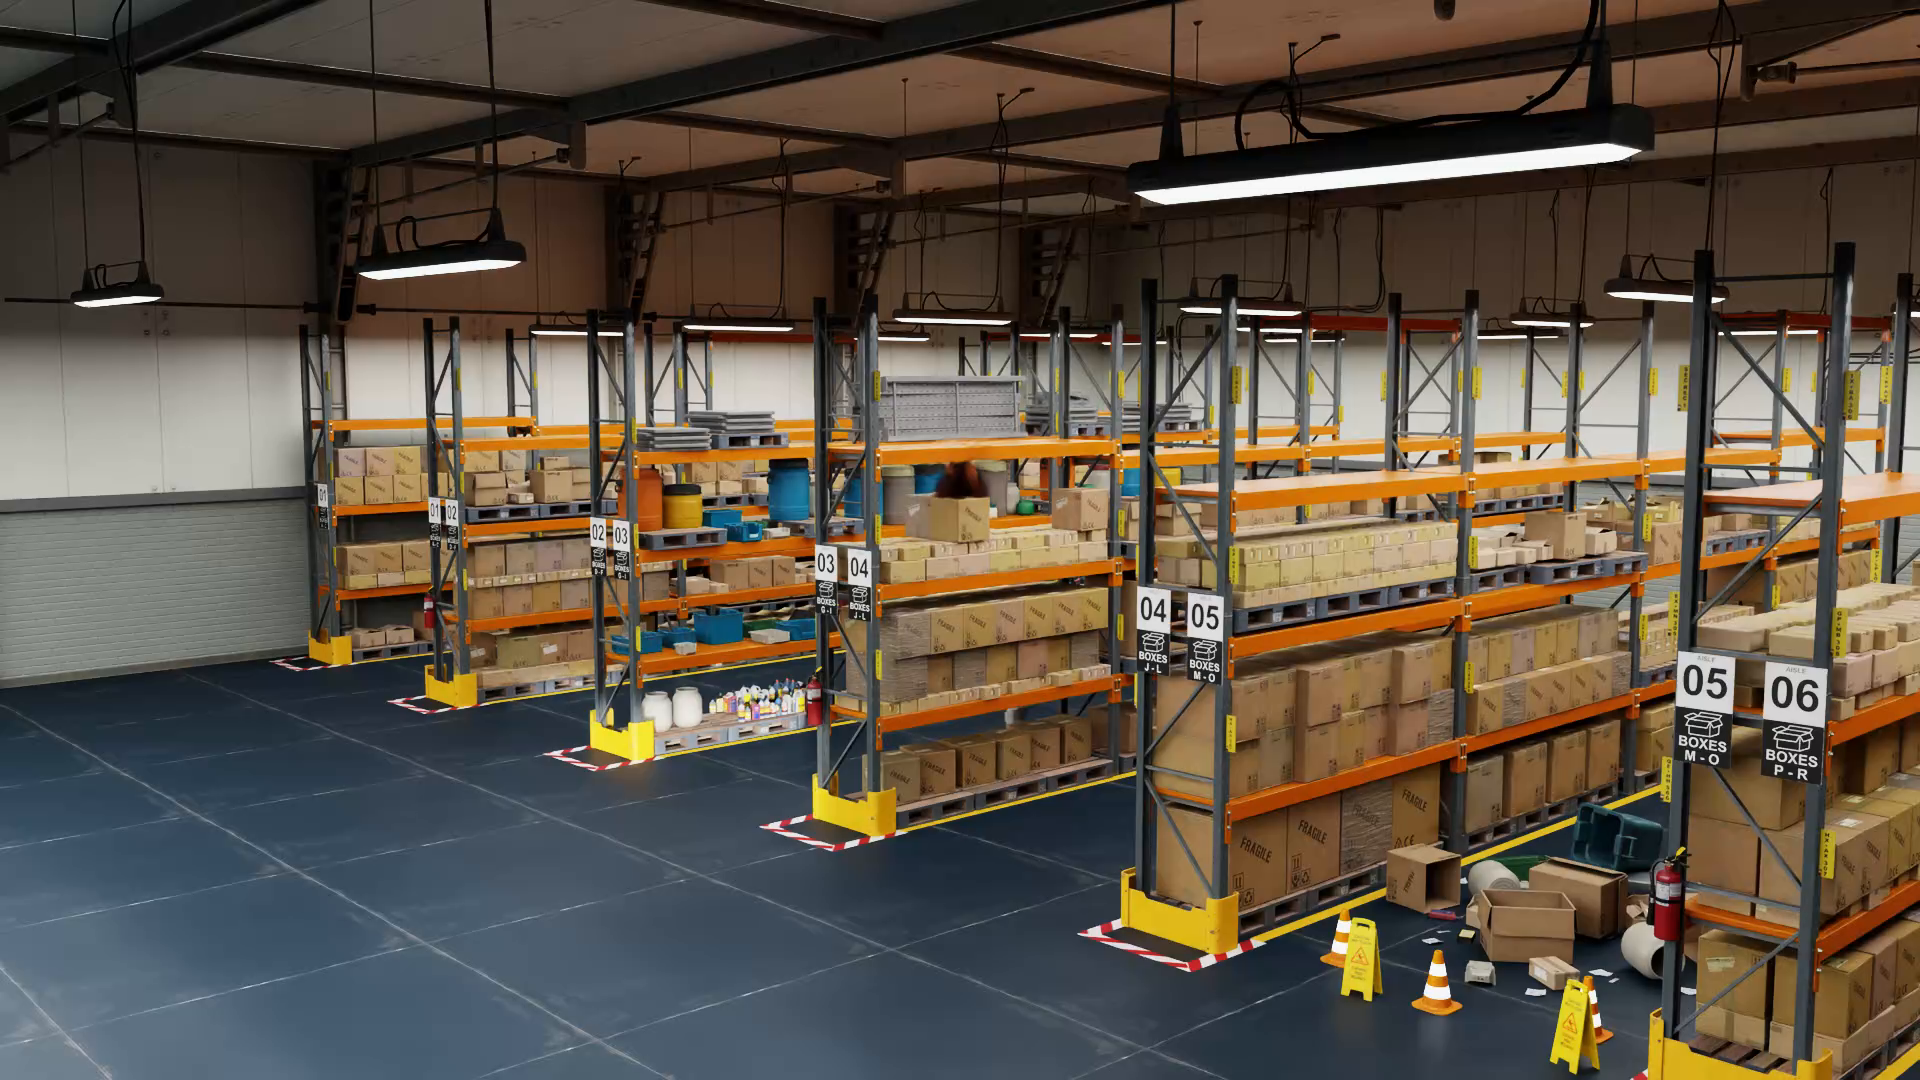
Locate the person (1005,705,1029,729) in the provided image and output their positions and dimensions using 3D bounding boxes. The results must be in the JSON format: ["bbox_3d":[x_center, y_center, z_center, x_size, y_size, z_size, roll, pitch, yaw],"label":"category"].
[{"bbox_3d":[0.867,1.943,23.234,0.563,1.793,0.522,-4,7,-32],"label":"person"}]
